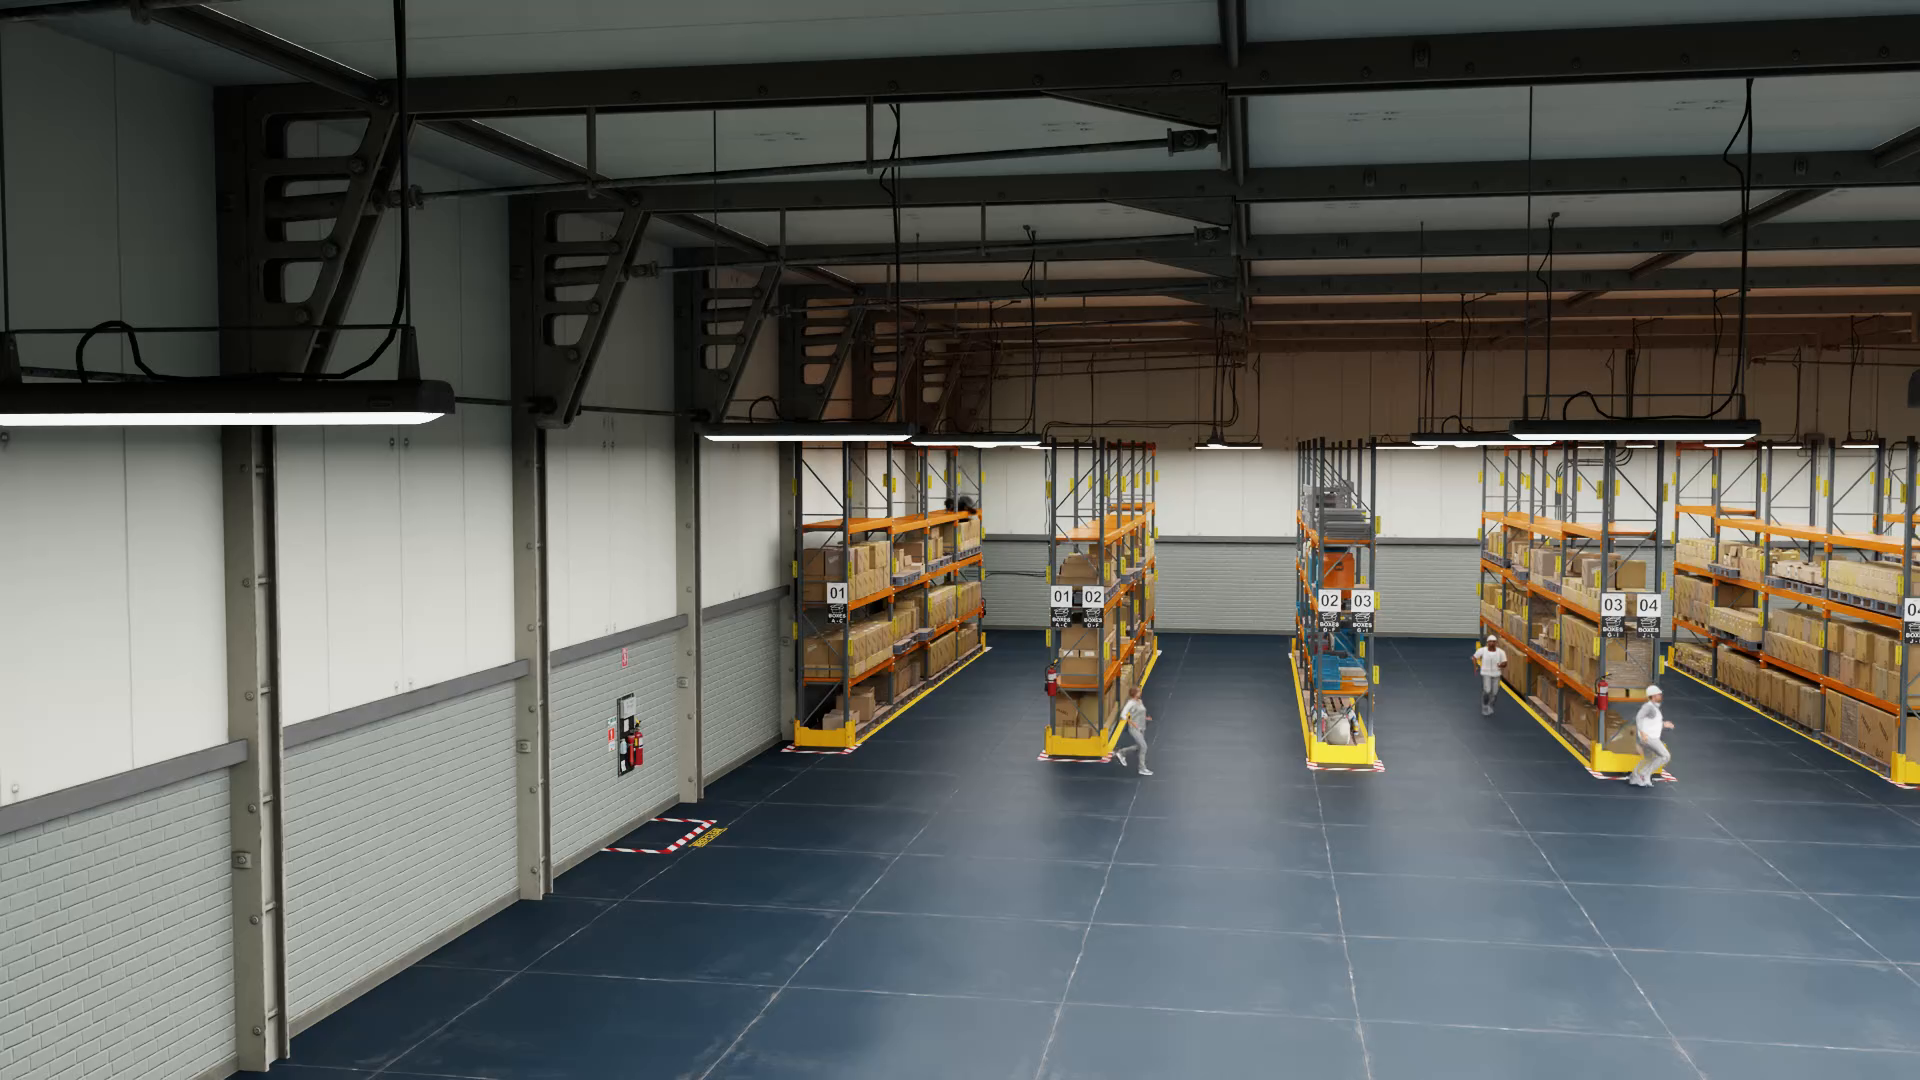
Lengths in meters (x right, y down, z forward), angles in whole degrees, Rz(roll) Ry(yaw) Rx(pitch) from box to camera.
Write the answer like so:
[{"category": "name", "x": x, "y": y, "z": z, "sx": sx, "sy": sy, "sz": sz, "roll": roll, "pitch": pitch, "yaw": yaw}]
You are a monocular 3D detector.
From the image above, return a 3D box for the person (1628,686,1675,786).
[{"category": "person", "x": 11.815, "y": 3.345, "z": 28.400, "sx": 0.715, "sy": 1.716, "sz": 0.652, "roll": 1, "pitch": 3, "yaw": 25}]

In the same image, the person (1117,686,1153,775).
[{"category": "person", "x": 3.098, "y": 3.372, "z": 29.570, "sx": 0.755, "sy": 1.563, "sz": 0.547, "roll": 2, "pitch": 4, "yaw": 33}]

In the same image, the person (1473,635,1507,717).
[{"category": "person", "x": 11.474, "y": 2.942, "z": 35.942, "sx": 0.677, "sy": 1.773, "sz": 0.701, "roll": 0, "pitch": 3, "yaw": 7}]

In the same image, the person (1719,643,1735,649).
[{"category": "person", "x": 21.158, "y": 2.390, "z": 45.886, "sx": 0.861, "sy": 1.770, "sz": 0.668, "roll": 0, "pitch": 3, "yaw": -7}]
